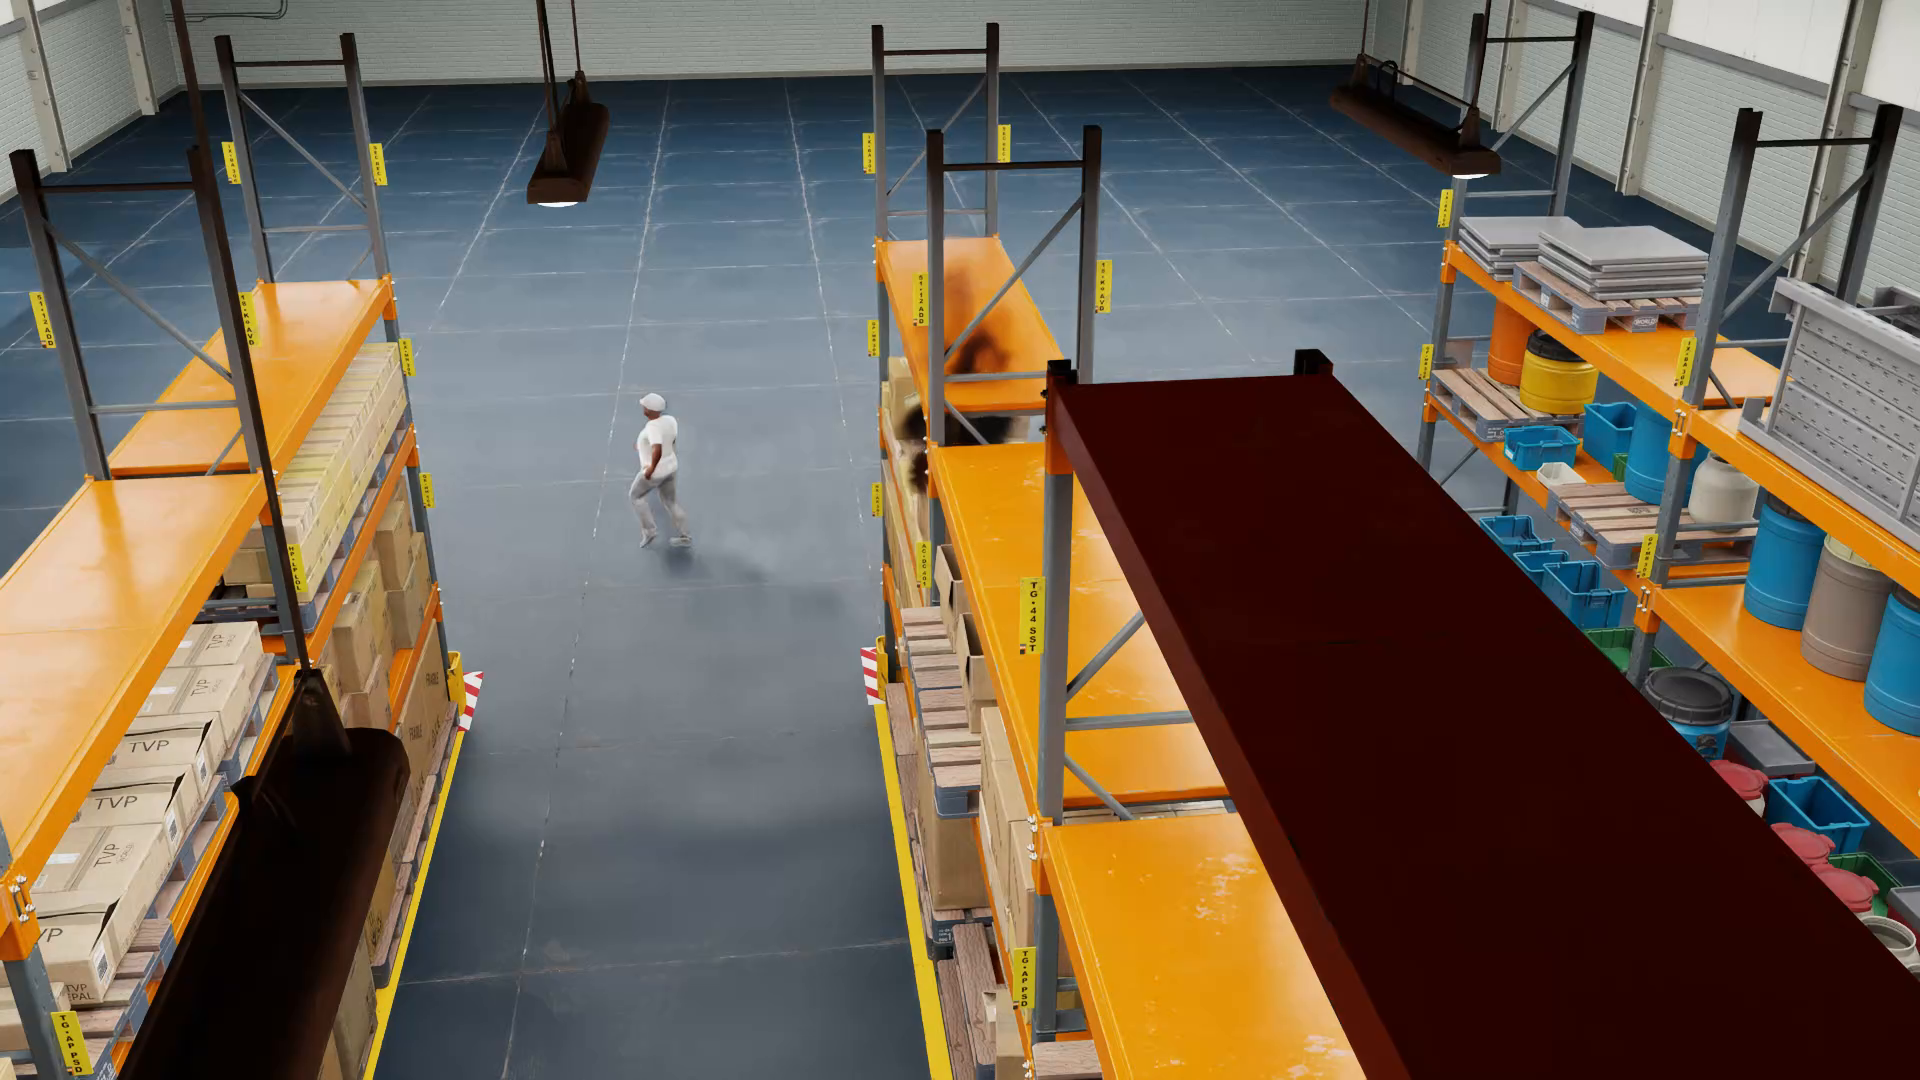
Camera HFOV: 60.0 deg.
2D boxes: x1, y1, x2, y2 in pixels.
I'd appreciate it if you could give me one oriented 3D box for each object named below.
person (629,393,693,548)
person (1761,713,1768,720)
[{"bbox_3d":[-3.231,-0.718,17.996,0.715,1.795,0.648,16,30,30],"label":"person"},{"bbox_3d":[6.952,1.250,13.996,0.590,1.607,0.597,-11,27,-21],"label":"person"}]
